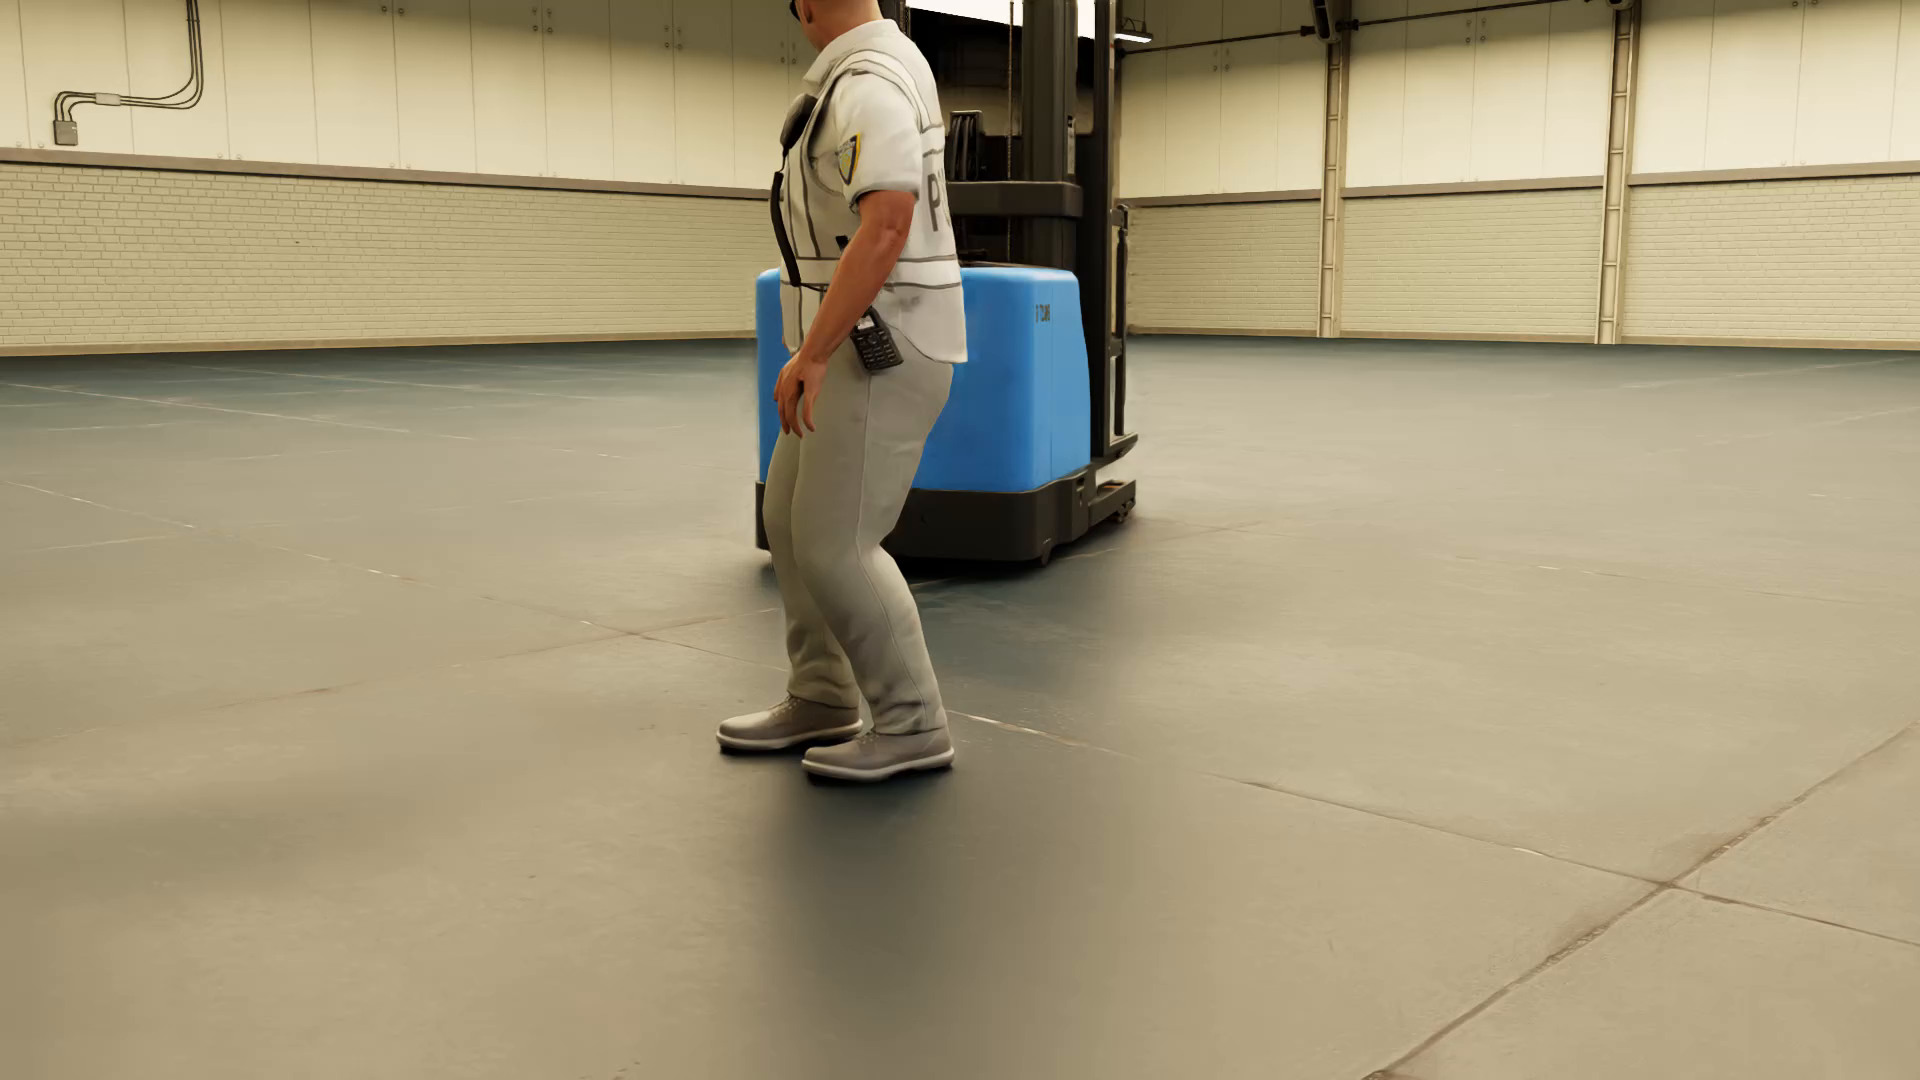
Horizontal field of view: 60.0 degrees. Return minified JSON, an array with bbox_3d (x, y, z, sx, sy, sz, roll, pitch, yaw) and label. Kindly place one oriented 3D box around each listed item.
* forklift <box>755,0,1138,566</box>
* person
[{"bbox_3d":[0.158,-1.538,7.090,1.130,2.935,3.031,2,9,16],"label":"forklift"},{"bbox_3d":[-0.251,-0.375,3.403,0.532,1.733,0.732,-1,9,-7],"label":"person"}]
